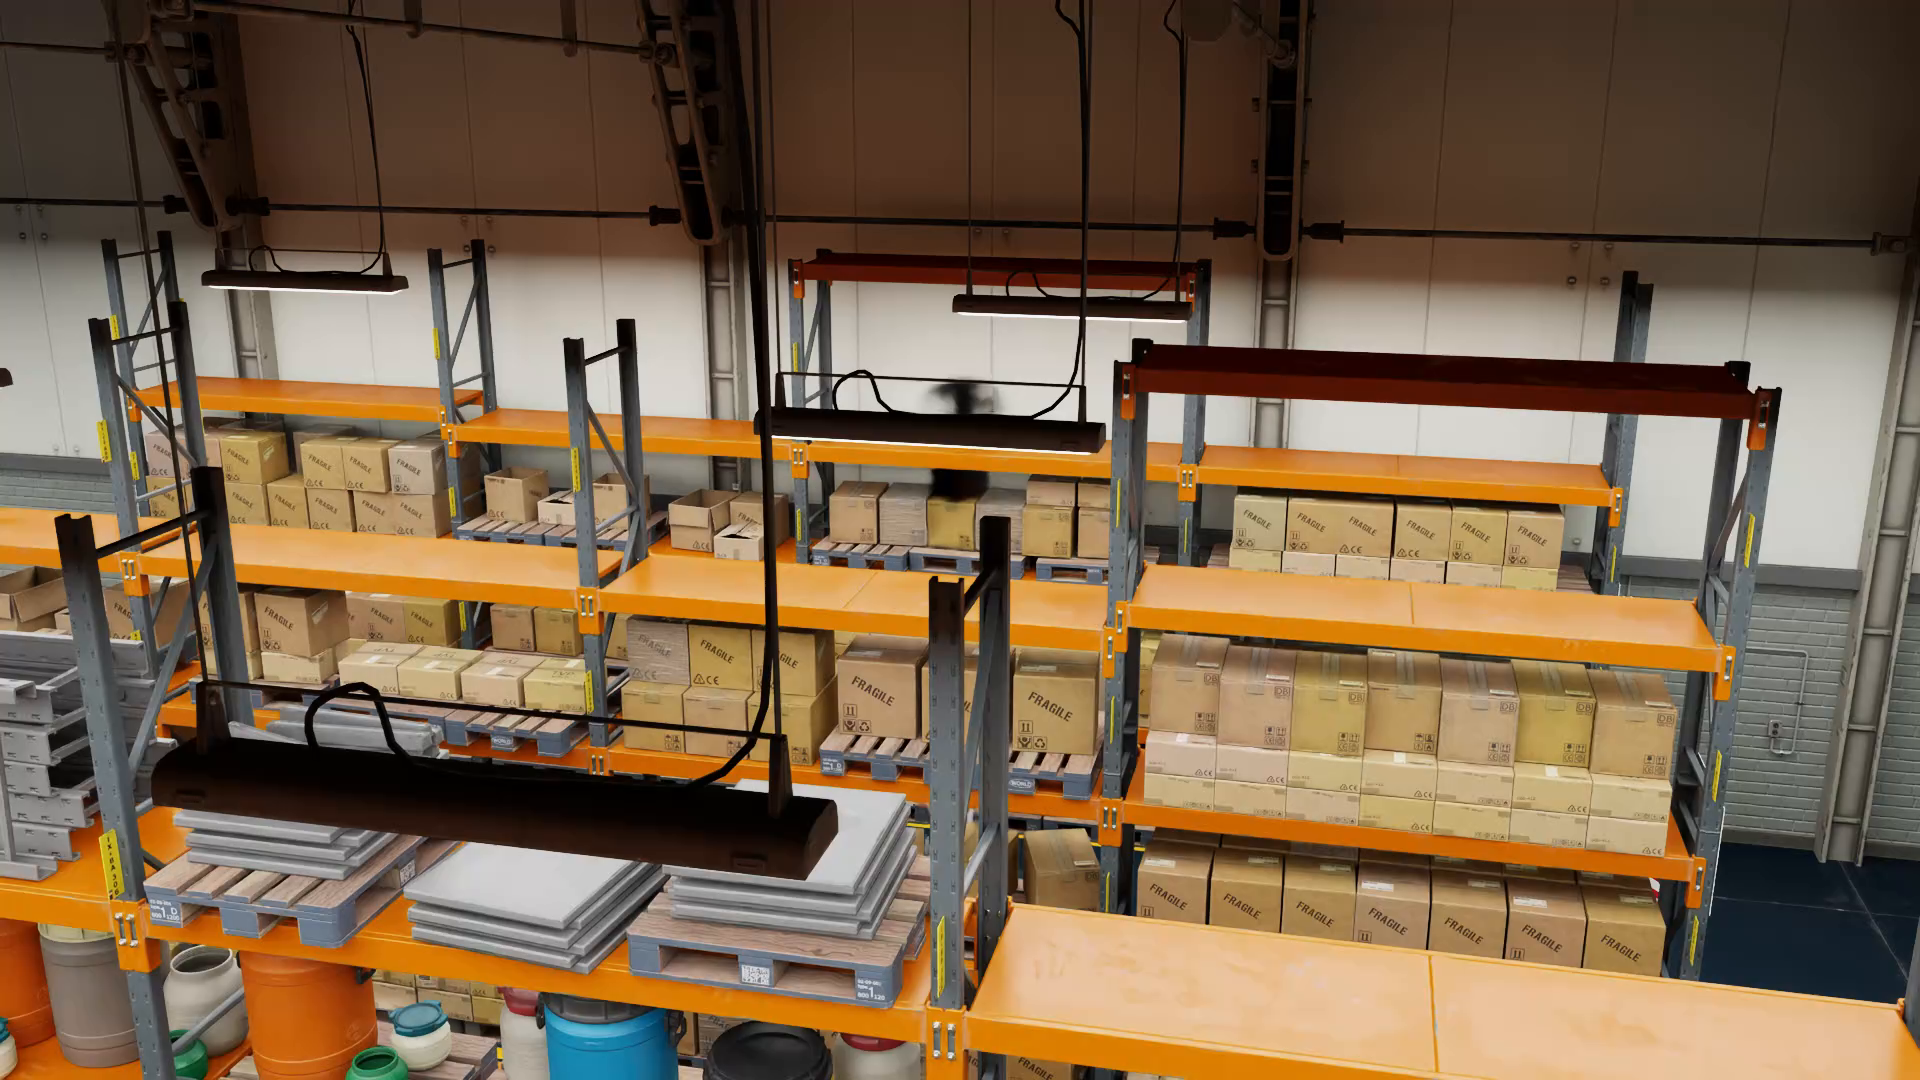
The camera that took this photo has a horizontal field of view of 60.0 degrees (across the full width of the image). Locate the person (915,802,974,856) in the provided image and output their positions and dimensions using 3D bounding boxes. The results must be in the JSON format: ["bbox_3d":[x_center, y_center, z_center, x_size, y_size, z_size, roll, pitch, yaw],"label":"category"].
[{"bbox_3d":[-0.082,2.751,15.850,0.735,1.821,0.627,1,16,4],"label":"person"}]
